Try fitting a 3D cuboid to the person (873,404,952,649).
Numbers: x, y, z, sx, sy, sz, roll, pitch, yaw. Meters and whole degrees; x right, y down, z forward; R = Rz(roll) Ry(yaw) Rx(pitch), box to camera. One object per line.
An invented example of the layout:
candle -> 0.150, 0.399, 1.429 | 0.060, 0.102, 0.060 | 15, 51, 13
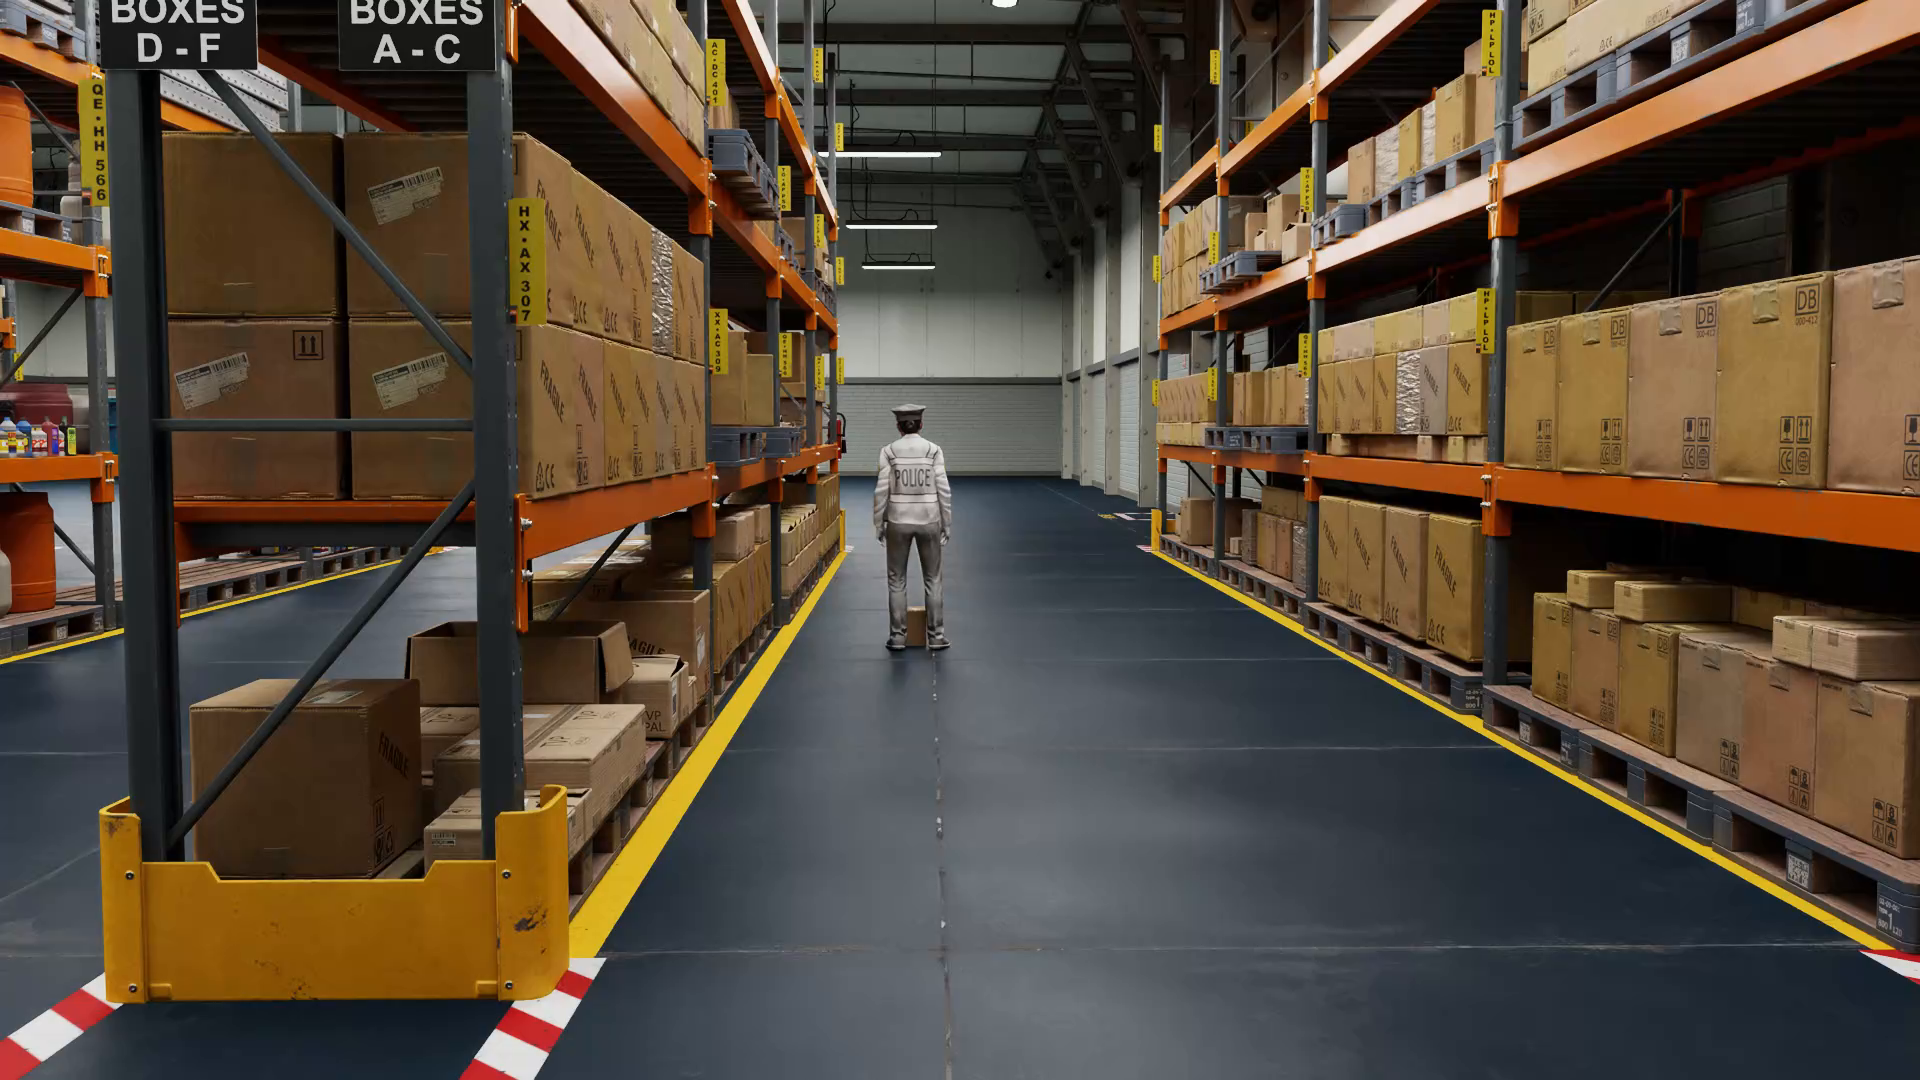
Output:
person -> -0.322, -0.088, 11.271 | 0.531, 1.663, 0.371 | 0, 4, -4
